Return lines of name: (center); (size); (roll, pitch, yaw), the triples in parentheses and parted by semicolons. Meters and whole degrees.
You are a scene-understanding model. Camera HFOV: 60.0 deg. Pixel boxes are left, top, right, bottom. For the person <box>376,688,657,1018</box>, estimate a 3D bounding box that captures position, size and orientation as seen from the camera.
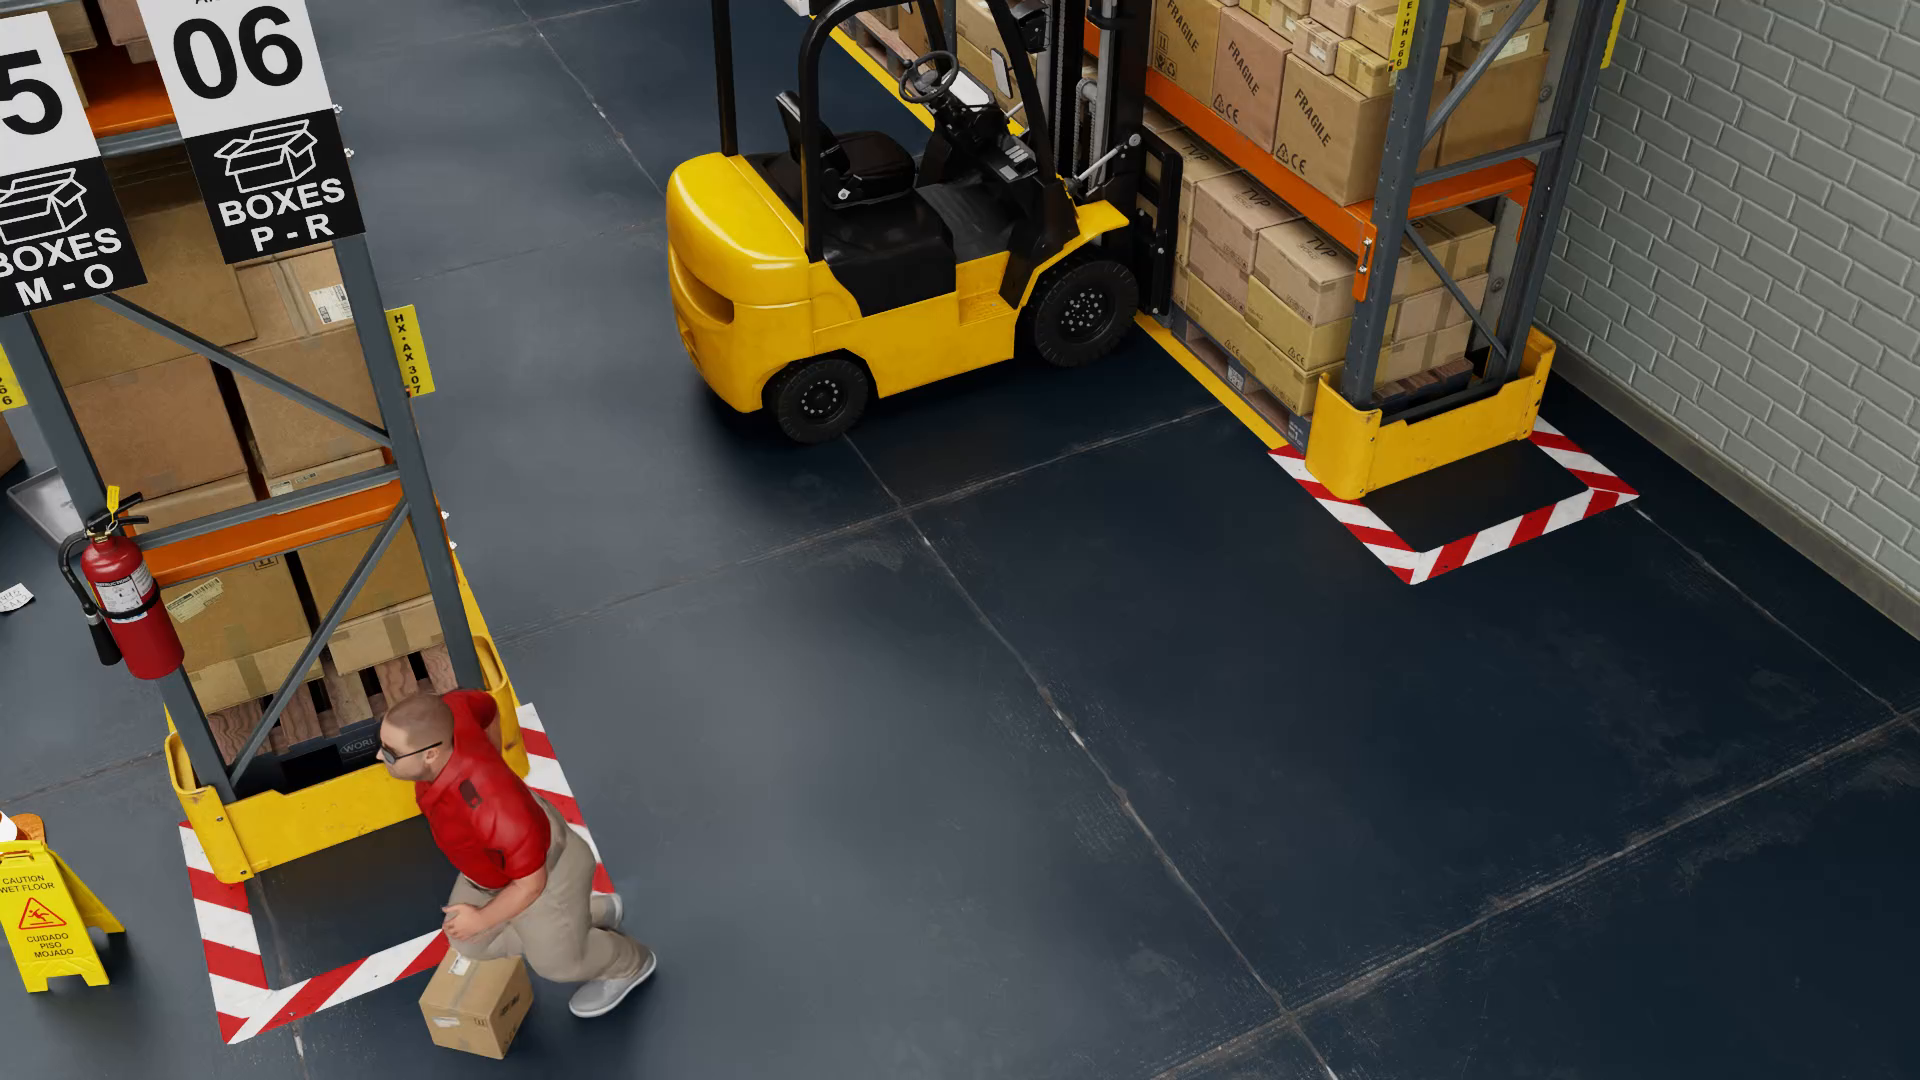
person: (-1.328, 0.979, 5.117); (0.650, 1.632, 0.683); (-27, 48, -27)
